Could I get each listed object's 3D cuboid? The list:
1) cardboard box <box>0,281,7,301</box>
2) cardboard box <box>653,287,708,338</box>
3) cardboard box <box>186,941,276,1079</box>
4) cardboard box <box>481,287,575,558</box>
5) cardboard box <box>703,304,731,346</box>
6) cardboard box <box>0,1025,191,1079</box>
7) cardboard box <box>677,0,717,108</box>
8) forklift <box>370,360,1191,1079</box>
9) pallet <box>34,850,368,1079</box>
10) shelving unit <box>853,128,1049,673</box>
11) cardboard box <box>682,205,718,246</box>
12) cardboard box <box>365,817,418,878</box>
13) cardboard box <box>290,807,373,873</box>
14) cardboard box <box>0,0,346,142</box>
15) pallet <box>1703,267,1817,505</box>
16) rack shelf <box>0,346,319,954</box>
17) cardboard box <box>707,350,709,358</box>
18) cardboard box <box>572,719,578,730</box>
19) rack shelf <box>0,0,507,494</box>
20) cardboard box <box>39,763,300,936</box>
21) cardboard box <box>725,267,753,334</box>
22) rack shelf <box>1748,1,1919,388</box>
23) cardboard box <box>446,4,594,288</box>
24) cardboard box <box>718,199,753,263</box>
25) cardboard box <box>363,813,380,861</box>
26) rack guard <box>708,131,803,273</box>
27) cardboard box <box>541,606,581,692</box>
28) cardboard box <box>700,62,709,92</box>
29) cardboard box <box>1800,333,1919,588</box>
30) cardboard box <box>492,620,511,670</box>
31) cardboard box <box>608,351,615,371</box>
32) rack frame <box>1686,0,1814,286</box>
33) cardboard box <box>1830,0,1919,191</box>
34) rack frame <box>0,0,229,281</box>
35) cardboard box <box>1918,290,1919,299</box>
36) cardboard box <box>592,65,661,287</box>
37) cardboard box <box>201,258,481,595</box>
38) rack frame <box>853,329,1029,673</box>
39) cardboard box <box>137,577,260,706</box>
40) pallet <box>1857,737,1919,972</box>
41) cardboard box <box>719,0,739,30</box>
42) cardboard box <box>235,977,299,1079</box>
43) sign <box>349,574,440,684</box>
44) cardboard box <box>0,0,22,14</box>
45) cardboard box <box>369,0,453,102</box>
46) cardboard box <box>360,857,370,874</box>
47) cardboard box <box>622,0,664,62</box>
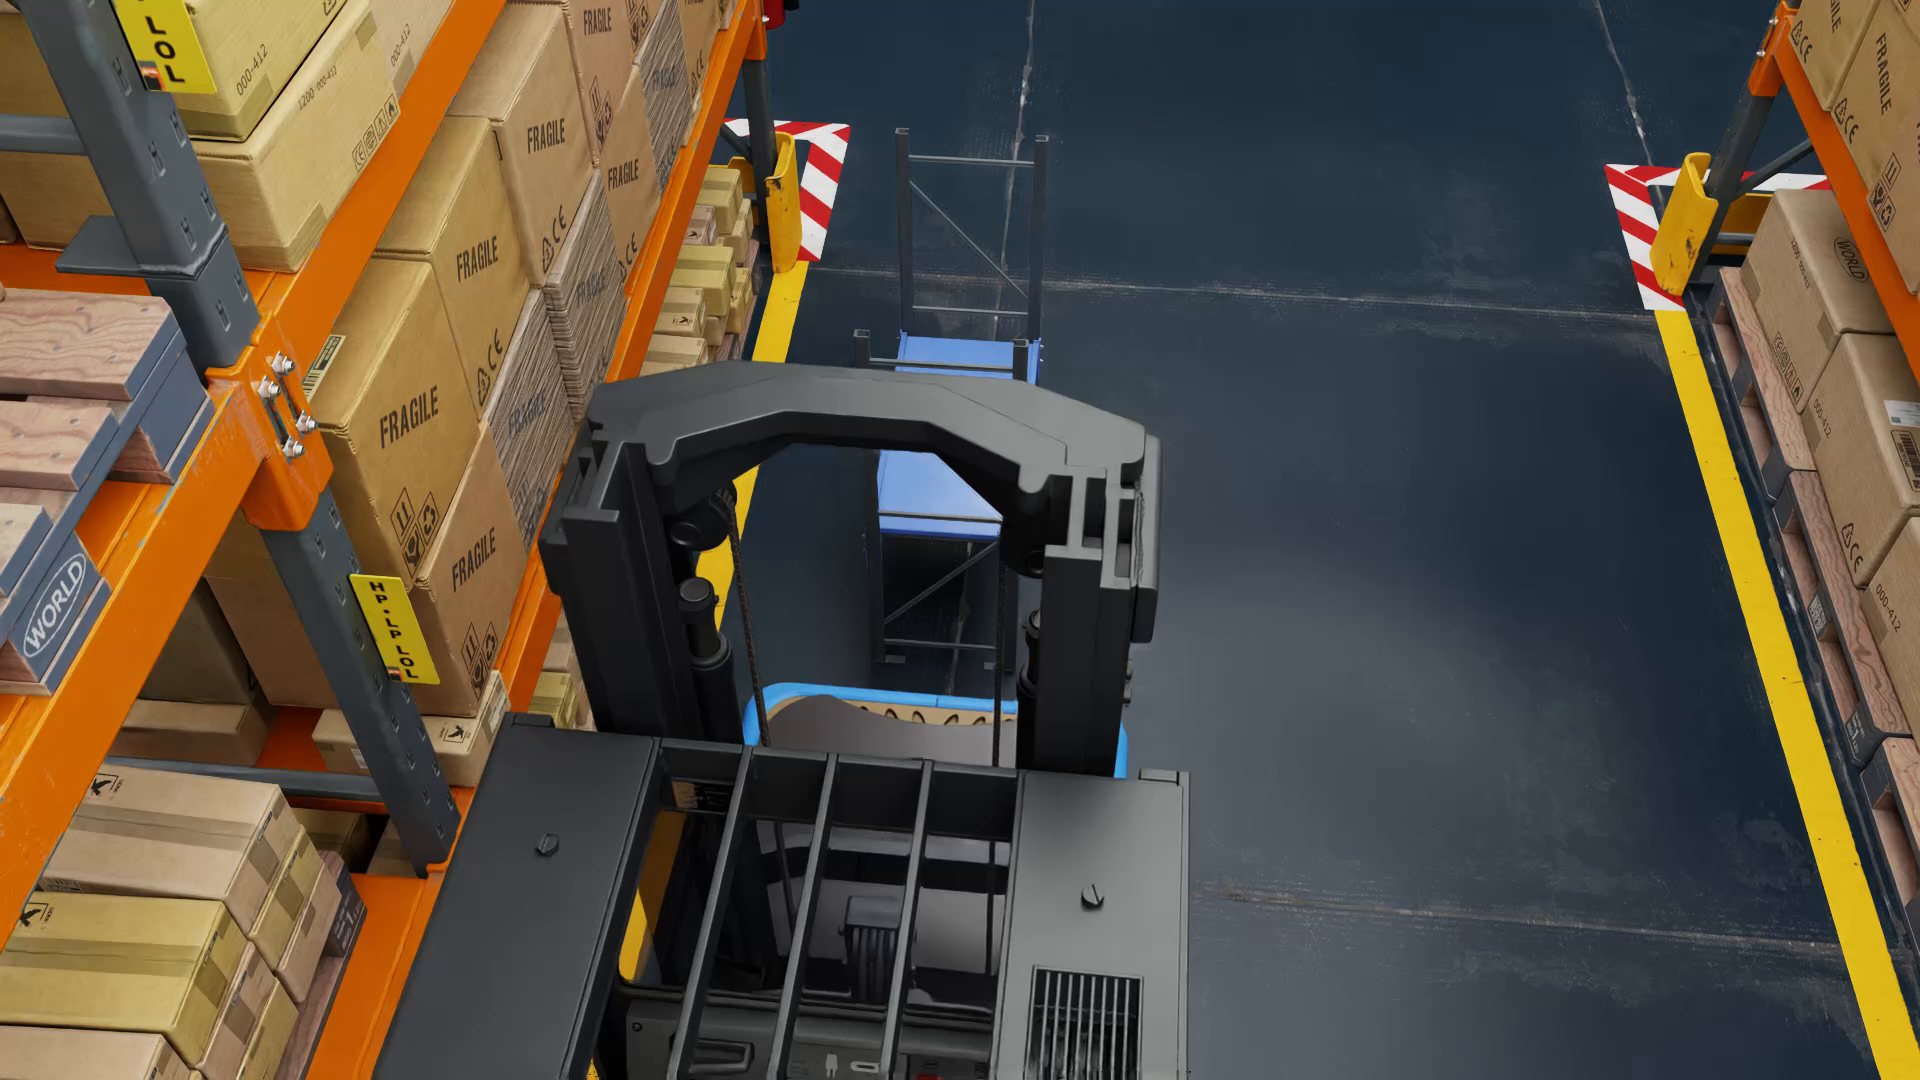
[{"bbox_3d":[-1.805,-0.381,2.181,0.700,0.500,0.500,4,48,4],"label":"cardboard box"},{"bbox_3d":[-1.156,-0.813,6.205,0.380,0.149,0.250,2,48,2],"label":"cardboard box"},{"bbox_3d":[-1.524,0.877,3.099,0.380,0.149,0.250,4,48,4],"label":"cardboard box"},{"bbox_3d":[-1.327,-0.310,4.231,0.500,0.500,0.500,4,48,4],"label":"cardboard box"},{"bbox_3d":[-1.106,-0.895,6.482,0.380,0.149,0.250,2,48,2],"label":"cardboard box"},{"bbox_3d":[-1.553,0.973,2.810,0.380,0.149,0.250,2,48,2],"label":"cardboard box"},{"bbox_3d":[-1.133,-1.813,5.606,0.500,0.500,0.500,3,48,3],"label":"cardboard box"},{"bbox_3d":[-0.216,1.231,3.138,1.130,2.935,3.031,5,48,4],"label":"forklift"},{"bbox_3d":[-1.876,1.152,3.294,1.003,0.211,1.213,4,48,4],"label":"pallet"},{"bbox_3d":[-0.008,-0.443,5.639,0.538,1.500,1.048,4,48,4],"label":"shelving unit"},{"bbox_3d":[-1.173,-1.198,6.557,0.380,0.149,0.250,5,48,4],"label":"cardboard box"},{"bbox_3d":[-1.424,0.916,4.624,0.380,0.149,0.250,6,48,5],"label":"cardboard box"},{"bbox_3d":[-1.888,0.876,4.660,0.380,0.149,0.250,5,48,5],"label":"cardboard box"},{"bbox_3d":[-1.378,-0.933,2.800,0.500,0.250,0.500,5,48,5],"label":"cardboard box"},{"bbox_3d":[3.647,-0.611,6.666,1.003,0.211,1.213,4,48,4],"label":"pallet"},{"bbox_3d":[-1.844,1.235,1.542,1.077,0.370,4.000,4,48,4],"label":"rack shelf"},{"bbox_3d":[-1.179,-0.616,6.428,0.380,0.149,0.250,4,48,4],"label":"cardboard box"},{"bbox_3d":[-1.390,0.637,5.080,0.380,0.149,0.250,4,48,3],"label":"cardboard box"},{"bbox_3d":[-1.479,-1.704,4.230,1.077,0.370,4.000,4,48,4],"label":"rack shelf"},{"bbox_3d":[-1.503,0.586,3.164,0.380,0.149,0.250,6,48,5],"label":"cardboard box"},{"bbox_3d":[-1.060,-0.987,6.767,0.380,0.149,0.250,5,48,5],"label":"cardboard box"},{"bbox_3d":[3.460,-0.433,5.101,1.077,0.370,4.000,4,48,4],"label":"rack shelf"},{"bbox_3d":[-1.269,-1.002,4.186,0.500,0.500,0.500,5,48,4],"label":"cardboard box"},{"bbox_3d":[-1.061,-1.277,6.831,0.380,0.149,0.250,3,48,2],"label":"cardboard box"},{"bbox_3d":[-1.937,0.803,4.929,0.380,0.149,0.250,2,48,2],"label":"cardboard box"},{"bbox_3d":[-1.304,-1.505,7.287,1.175,0.500,0.348,4,48,4],"label":"rack guard"},{"bbox_3d":[-1.364,0.335,5.155,0.380,0.149,0.250,3,48,3],"label":"cardboard box"},{"bbox_3d":[-1.113,-1.695,5.938,0.380,0.149,0.250,3,48,3],"label":"cardboard box"},{"bbox_3d":[3.606,-0.258,5.905,0.875,0.438,0.875,5,48,5],"label":"cardboard box"},{"bbox_3d":[-1.360,0.239,4.169,0.380,0.149,0.250,5,48,5],"label":"cardboard box"},{"bbox_3d":[-1.238,-0.537,4.879,0.380,0.149,0.250,6,48,5],"label":"cardboard box"},{"bbox_3d":[3.642,-2.145,6.179,1.000,3.000,0.127,4,48,4],"label":"rack frame"},{"bbox_3d":[3.294,-1.472,5.496,0.500,0.500,0.500,3,48,3],"label":"cardboard box"},{"bbox_3d":[-1.661,-1.489,1.514,1.000,3.000,0.127,4,48,4],"label":"rack frame"},{"bbox_3d":[3.201,-0.730,4.817,0.500,0.500,0.500,5,48,5],"label":"cardboard box"},{"bbox_3d":[-1.226,-1.074,4.930,0.500,0.500,0.500,6,48,5],"label":"cardboard box"},{"bbox_3d":[-1.377,-0.251,3.500,0.500,0.500,0.500,5,48,4],"label":"cardboard box"},{"bbox_3d":[-0.054,-0.070,5.298,0.500,1.500,0.032,4,48,4],"label":"rack frame"},{"bbox_3d":[-1.899,0.027,3.923,0.500,0.500,0.500,4,48,4],"label":"cardboard box"},{"bbox_3d":[3.425,1.182,5.026,1.003,0.211,1.213,4,48,4],"label":"pallet"},{"bbox_3d":[-1.045,-2.061,6.272,0.380,0.149,0.250,4,48,4],"label":"cardboard box"},{"bbox_3d":[-1.523,0.975,3.212,0.380,0.149,0.250,4,48,4],"label":"cardboard box"},{"bbox_3d":[-1.108,0.179,3.269,0.100,0.325,0.005,4,48,4],"label":"sign"},{"bbox_3d":[-1.394,-0.927,2.525,0.380,0.149,0.250,3,48,3],"label":"cardboard box"},{"bbox_3d":[-1.320,-1.118,3.308,0.500,0.250,0.500,3,48,3],"label":"cardboard box"},{"bbox_3d":[-1.965,1.045,4.909,0.380,0.149,0.250,4,48,4],"label":"cardboard box"},{"bbox_3d":[-1.175,-1.768,4.887,0.500,0.500,0.500,6,48,5],"label":"cardboard box"}]
